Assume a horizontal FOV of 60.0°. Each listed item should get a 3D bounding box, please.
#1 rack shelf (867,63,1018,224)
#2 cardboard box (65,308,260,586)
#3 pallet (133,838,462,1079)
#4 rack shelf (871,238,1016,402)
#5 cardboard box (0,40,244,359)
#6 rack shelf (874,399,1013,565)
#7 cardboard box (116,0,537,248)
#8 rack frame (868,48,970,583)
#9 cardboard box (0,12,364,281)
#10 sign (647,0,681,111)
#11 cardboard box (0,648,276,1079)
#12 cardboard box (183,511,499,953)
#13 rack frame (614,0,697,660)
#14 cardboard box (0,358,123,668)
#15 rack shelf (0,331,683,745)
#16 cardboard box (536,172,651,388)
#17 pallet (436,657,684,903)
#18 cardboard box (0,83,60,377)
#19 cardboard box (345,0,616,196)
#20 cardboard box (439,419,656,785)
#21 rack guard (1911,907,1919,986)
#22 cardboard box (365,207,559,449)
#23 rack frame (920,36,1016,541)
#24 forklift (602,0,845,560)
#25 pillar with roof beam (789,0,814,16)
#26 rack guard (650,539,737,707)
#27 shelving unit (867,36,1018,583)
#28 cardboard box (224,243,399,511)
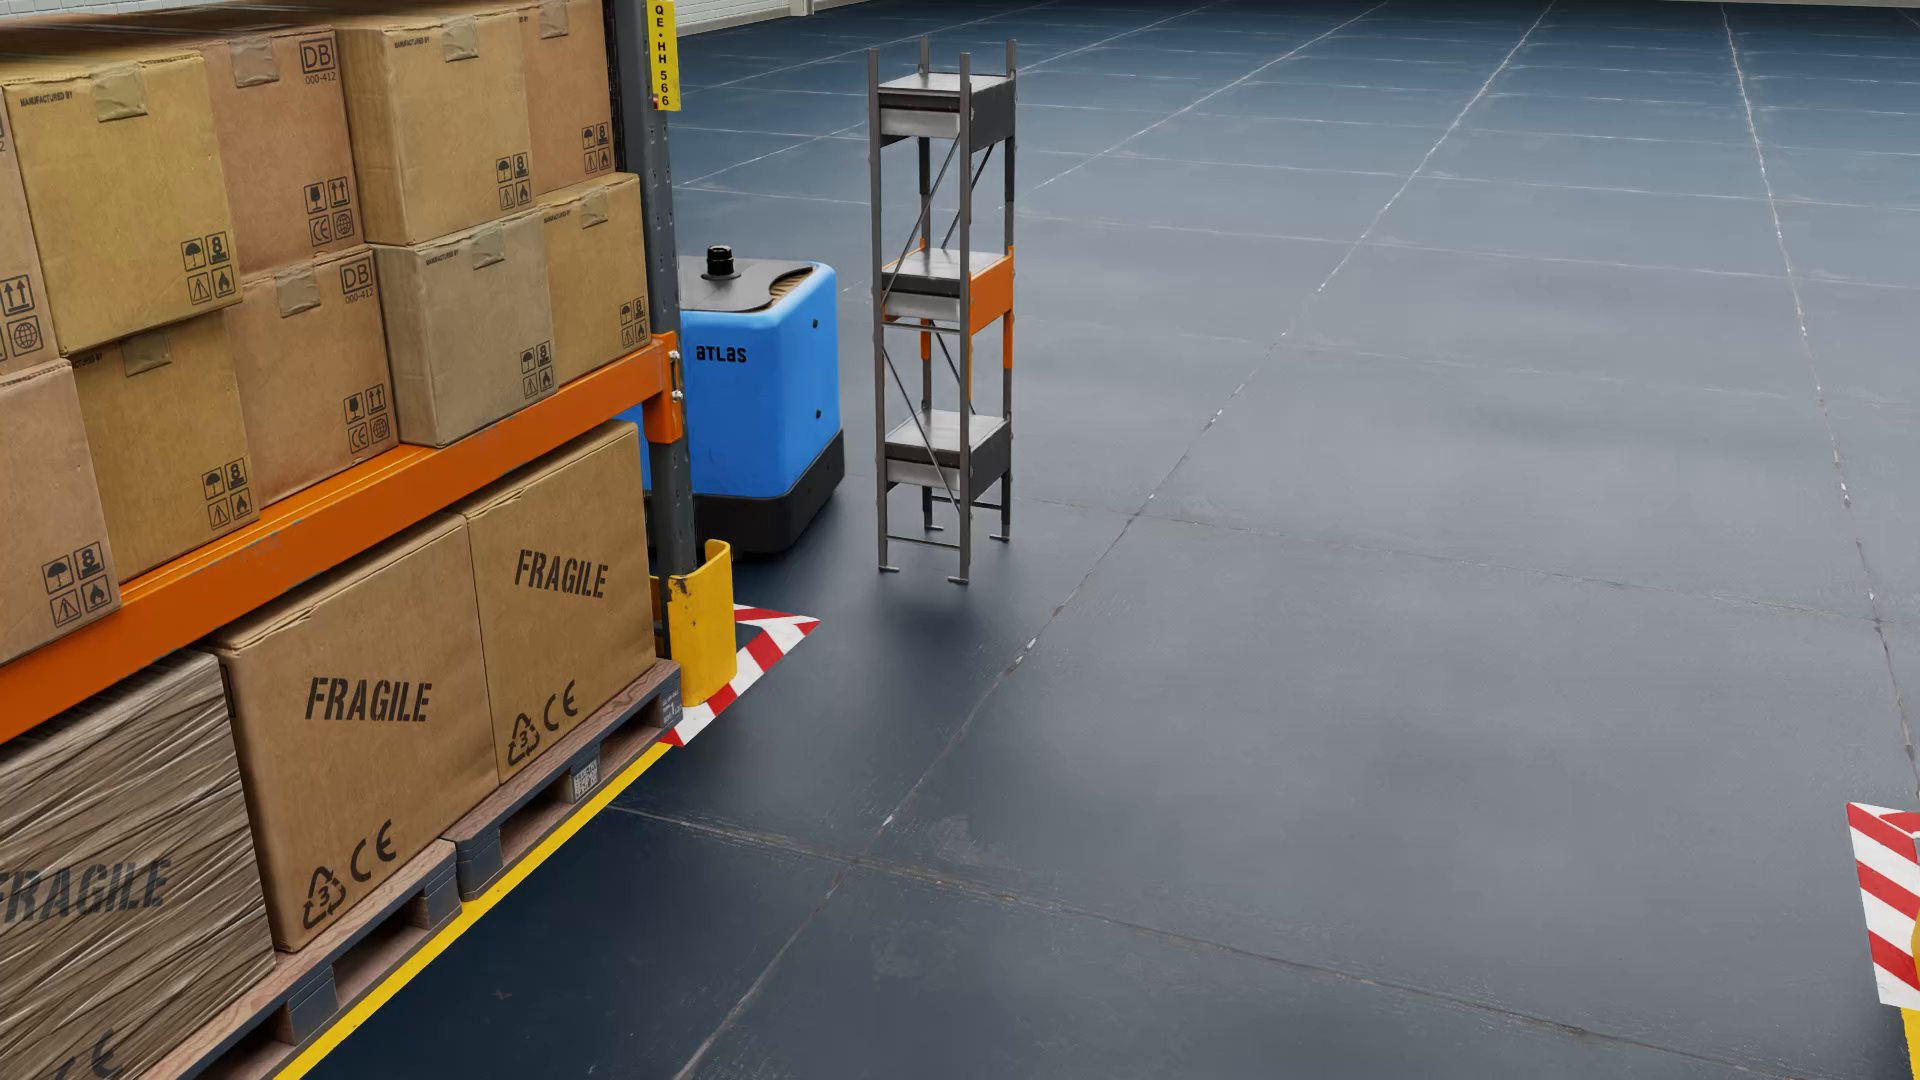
[{"bbox_3d":[-0.062,-1.543,6.439,0.431,0.518,0.480,9,24,20],"label":"rack shelf"},{"bbox_3d":[-2.174,-0.277,3.826,0.875,0.550,0.500,9,24,20],"label":"cardboard box"},{"bbox_3d":[-2.090,1.094,4.356,1.003,0.211,1.213,9,24,20],"label":"pallet"},{"bbox_3d":[-0.062,-0.897,6.709,0.431,0.518,0.480,9,24,20],"label":"rack shelf"},{"bbox_3d":[-2.114,-0.766,3.596,0.875,0.550,0.500,9,24,20],"label":"cardboard box"},{"bbox_3d":[-0.061,-0.251,6.979,0.431,0.518,0.480,9,24,20],"label":"rack shelf"},{"bbox_3d":[-1.703,-1.155,4.528,0.875,0.550,0.550,9,24,20],"label":"cardboard box"},{"bbox_3d":[-0.152,-0.822,6.494,0.400,2.100,0.015,9,24,20],"label":"rack frame"},{"bbox_3d":[-2.037,-0.974,4.094,0.875,0.550,0.550,9,24,20],"label":"cardboard box"},{"bbox_3d":[-0.912,-1.486,5.105,0.100,0.325,0.005,9,24,20],"label":"sign"},{"bbox_3d":[-2.267,0.755,3.762,0.875,0.875,0.875,9,24,20],"label":"cardboard box"},{"bbox_3d":[-1.926,0.429,4.542,0.875,0.875,0.875,8,24,19],"label":"cardboard box"},{"bbox_3d":[-1.411,-0.925,5.572,1.000,3.000,0.127,9,24,20],"label":"rack frame"},{"bbox_3d":[-2.278,-0.073,3.338,0.875,0.550,0.550,9,24,20],"label":"cardboard box"},{"bbox_3d":[-2.154,0.123,3.997,1.077,0.370,4.000,9,24,20],"label":"rack shelf"},{"bbox_3d":[-1.507,-0.855,5.210,0.875,0.550,0.550,9,24,20],"label":"cardboard box"},{"bbox_3d":[-1.635,0.659,5.398,1.003,0.211,1.213,9,24,20],"label":"pallet"},{"bbox_3d":[-2.303,-0.575,3.139,0.875,0.550,0.550,9,24,20],"label":"cardboard box"},{"bbox_3d":[-1.585,-1.365,5.030,0.875,0.550,0.550,9,24,20],"label":"cardboard box"},{"bbox_3d":[-1.601,0.114,5.297,0.875,0.875,0.875,9,24,20],"label":"cardboard box"},{"bbox_3d":[3.129,1.002,4.202,1.175,0.500,0.348,9,24,20],"label":"rack guard"},{"bbox_3d":[-1.691,-0.655,4.731,0.875,0.550,0.550,9,24,20],"label":"cardboard box"},{"bbox_3d":[0.029,-0.997,6.913,0.400,2.100,0.015,9,24,20],"label":"rack frame"},{"bbox_3d":[-2.110,-1.538,7.129,3.031,2.935,1.130,4,23,11],"label":"forklift"},{"bbox_3d":[1.162,-12.927,26.522,9.100,9.000,0.400,9,24,20],"label":"pillar with roof beam"},{"bbox_3d":[-1.402,0.220,6.074,1.175,0.500,0.348,9,24,20],"label":"rack guard"},{"bbox_3d":[-0.062,-0.910,6.703,0.431,2.100,0.503,9,24,20],"label":"shelving unit"},{"bbox_3d":[-2.015,-0.472,4.294,0.875,0.550,0.550,9,24,20],"label":"cardboard box"}]
